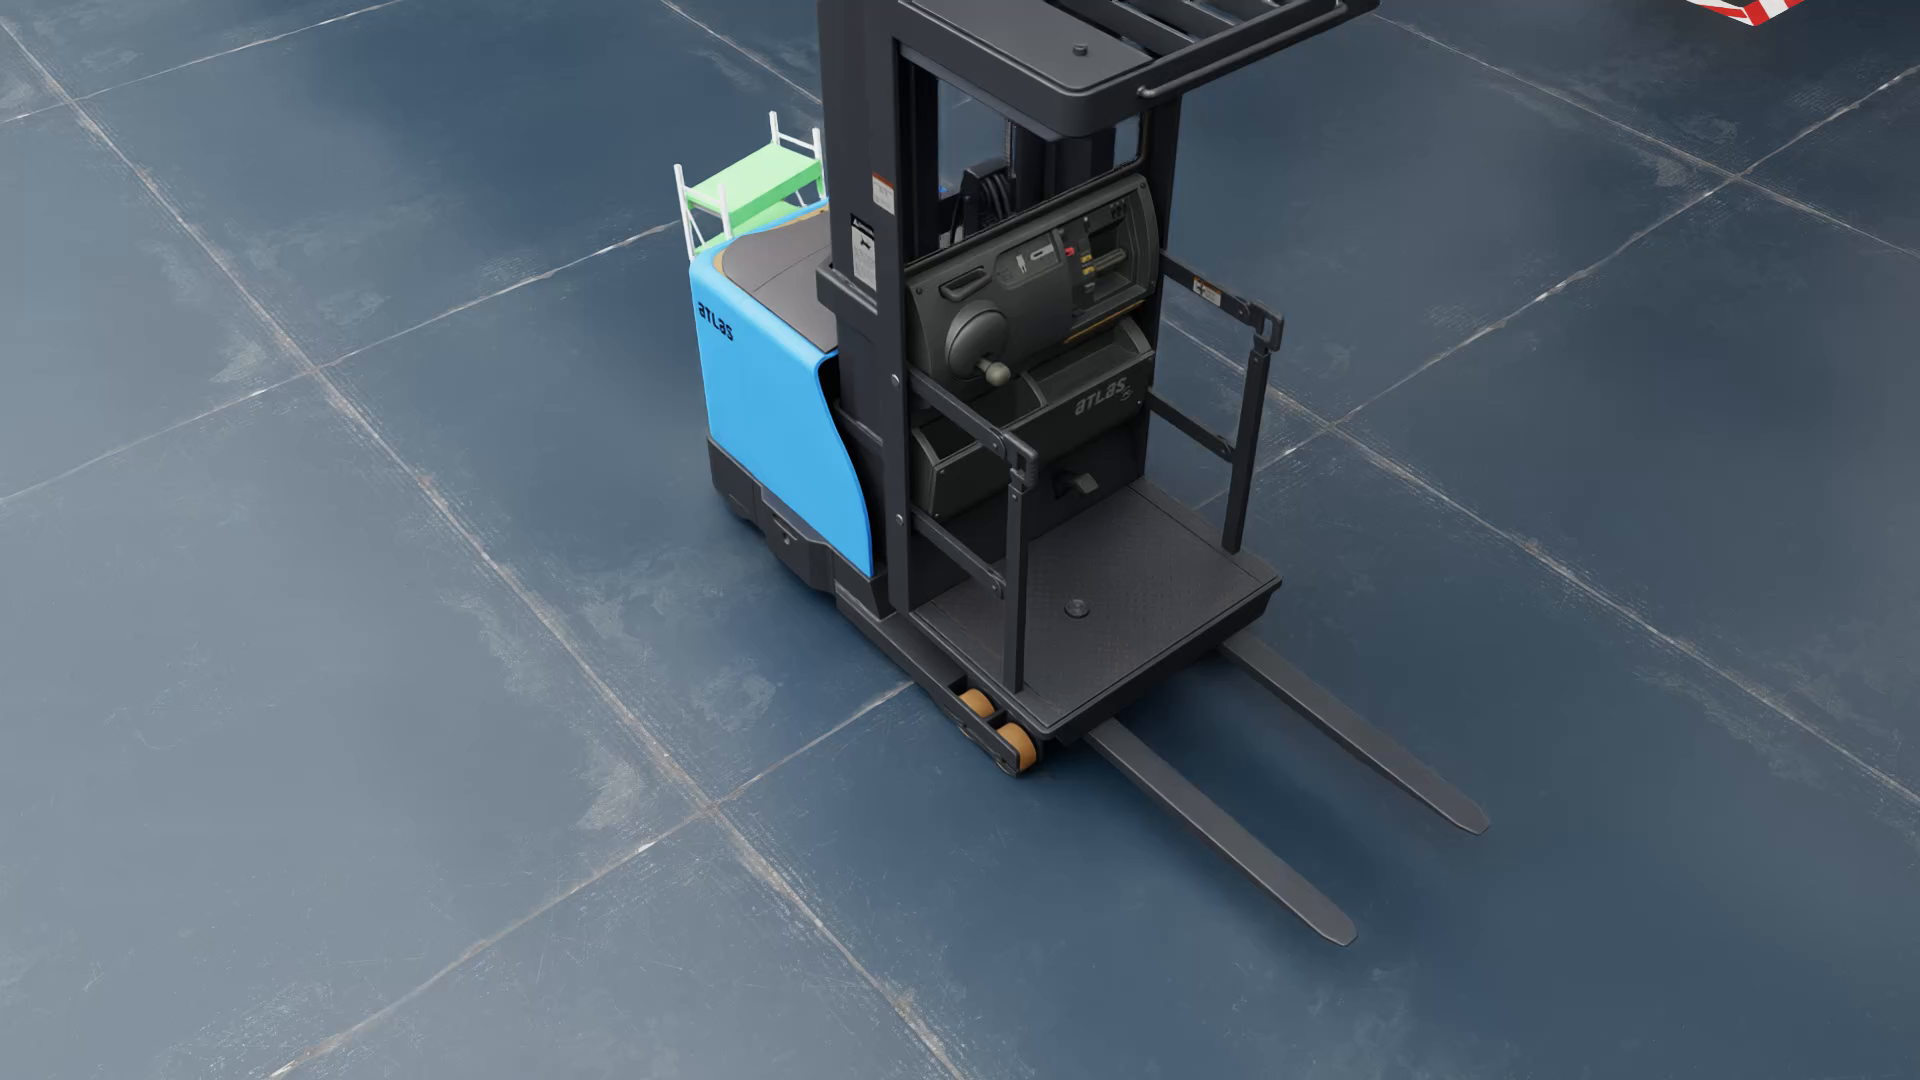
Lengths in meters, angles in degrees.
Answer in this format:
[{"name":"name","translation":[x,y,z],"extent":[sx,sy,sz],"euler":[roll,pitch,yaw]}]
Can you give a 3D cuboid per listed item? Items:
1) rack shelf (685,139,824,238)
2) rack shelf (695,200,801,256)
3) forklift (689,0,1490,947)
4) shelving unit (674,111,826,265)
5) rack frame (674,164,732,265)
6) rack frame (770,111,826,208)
[{"name":"rack shelf","translation":[-0.760,-1.279,6.120],"extent":[0.258,0.148,0.480],"euler":[27,50,29]},{"name":"rack shelf","translation":[-0.752,-1.100,6.280],"extent":[0.258,0.148,0.480],"euler":[27,50,29]},{"name":"forklift","translation":[0.376,-0.698,4.852],"extent":[1.130,2.935,3.031],"euler":[-30,51,-28]},{"name":"shelving unit","translation":[-0.746,-0.969,6.397],"extent":[0.258,1.200,0.503],"euler":[27,50,29]},{"name":"rack frame","translation":[-0.900,-0.839,6.259],"extent":[0.240,1.200,0.015],"euler":[27,50,29]},{"name":"rack frame","translation":[-0.592,-1.098,6.535],"extent":[0.240,1.200,0.015],"euler":[27,50,29]}]
